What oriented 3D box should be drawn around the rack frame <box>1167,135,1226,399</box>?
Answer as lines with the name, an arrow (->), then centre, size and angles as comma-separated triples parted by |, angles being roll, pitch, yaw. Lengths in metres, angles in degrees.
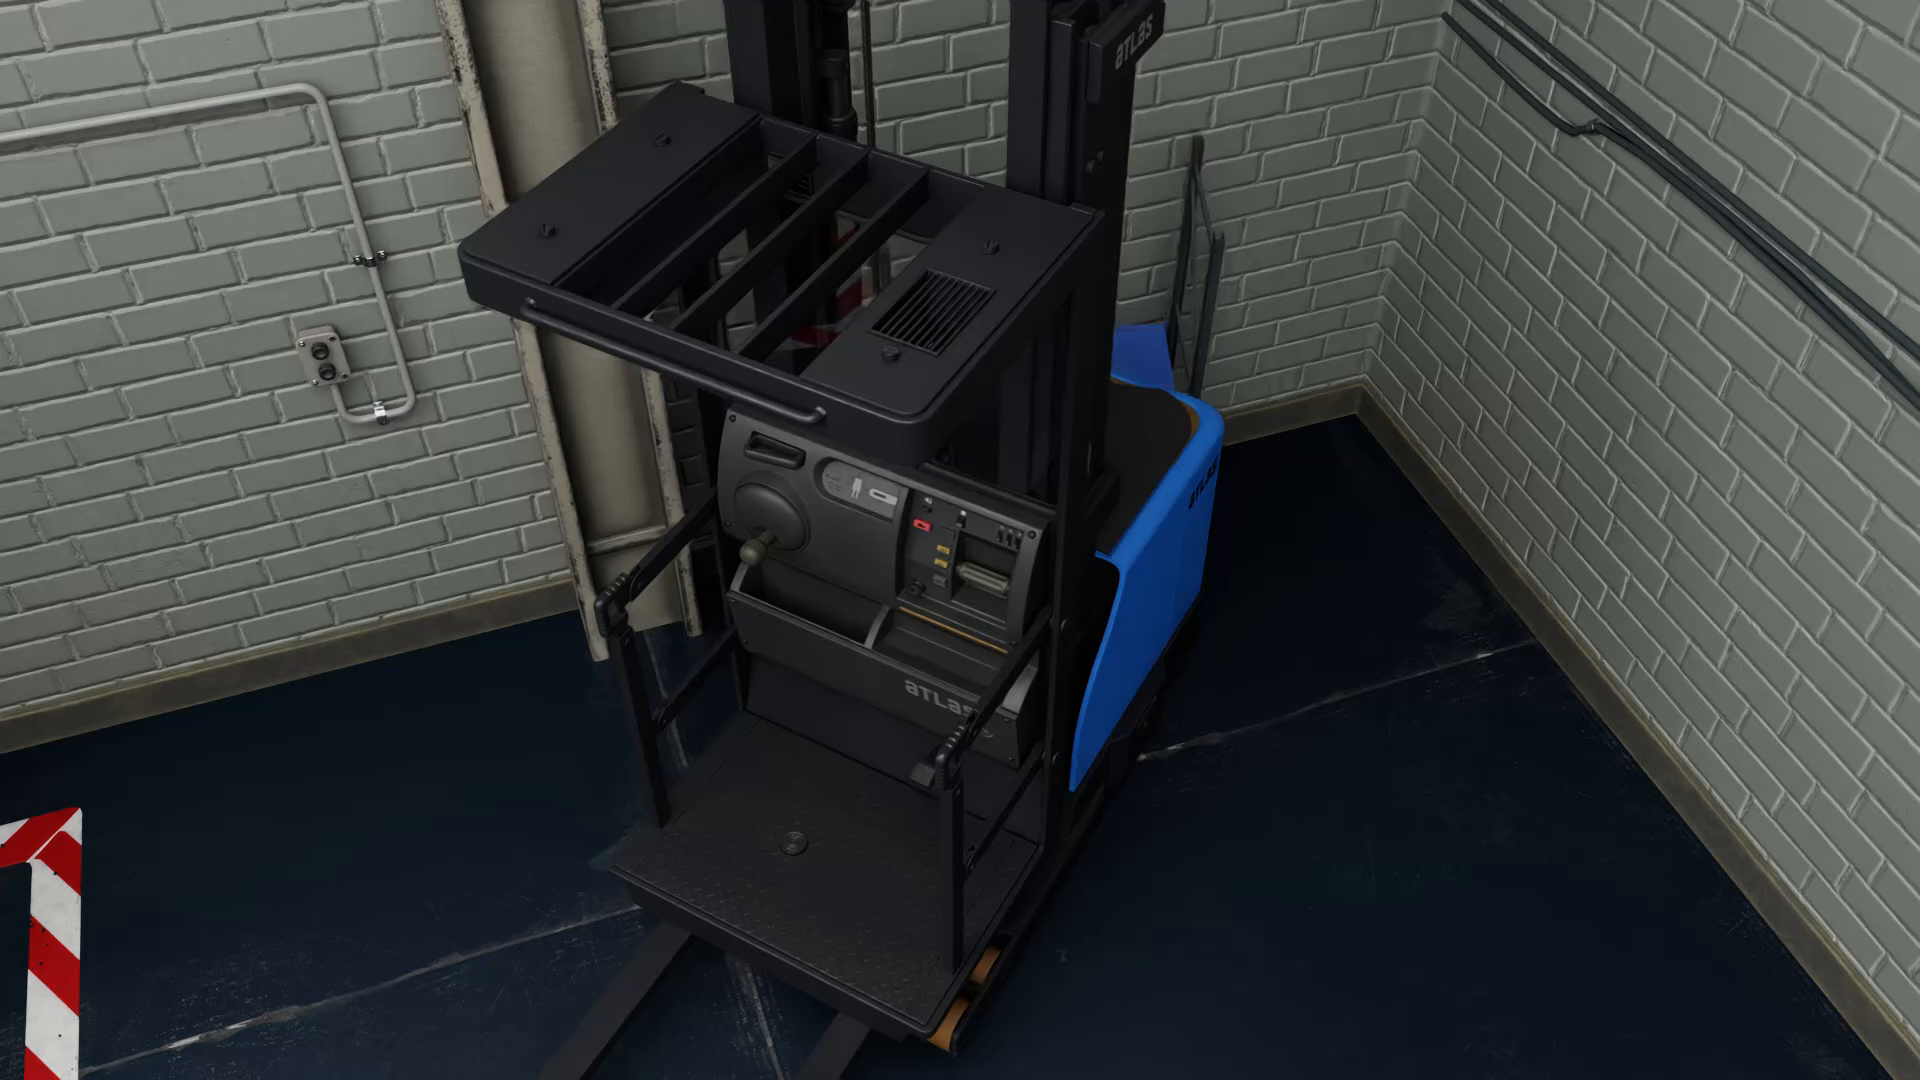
rack frame -> 0.784, -0.648, 5.794 | 0.032, 1.500, 0.500 | -2, 52, -1

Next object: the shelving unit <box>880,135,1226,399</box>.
shelving unit -> 0.276, -0.626, 5.781 | 1.048, 1.500, 0.538 | -2, 52, -1

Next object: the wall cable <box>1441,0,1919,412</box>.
wall cable -> 2.048, -1.699, 3.783 | 0.112, 2.526, 3.097 | -14, 47, -14

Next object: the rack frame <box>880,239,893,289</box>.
rack frame -> -0.232, -0.605, 5.768 | 0.032, 1.500, 0.500 | -2, 52, -1

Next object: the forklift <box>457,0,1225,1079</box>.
forklift -> -0.323, 0.056, 4.125 | 1.130, 2.935, 3.031 | 22, 49, 20

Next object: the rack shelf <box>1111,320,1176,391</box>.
rack shelf -> 0.277, -0.517, 5.923 | 1.000, 0.185, 0.538 | -2, 52, -1

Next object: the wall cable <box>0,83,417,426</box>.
wall cable -> -2.510, -0.852, 4.265 | 1.851, 1.984, 0.084 | -14, 47, -14
